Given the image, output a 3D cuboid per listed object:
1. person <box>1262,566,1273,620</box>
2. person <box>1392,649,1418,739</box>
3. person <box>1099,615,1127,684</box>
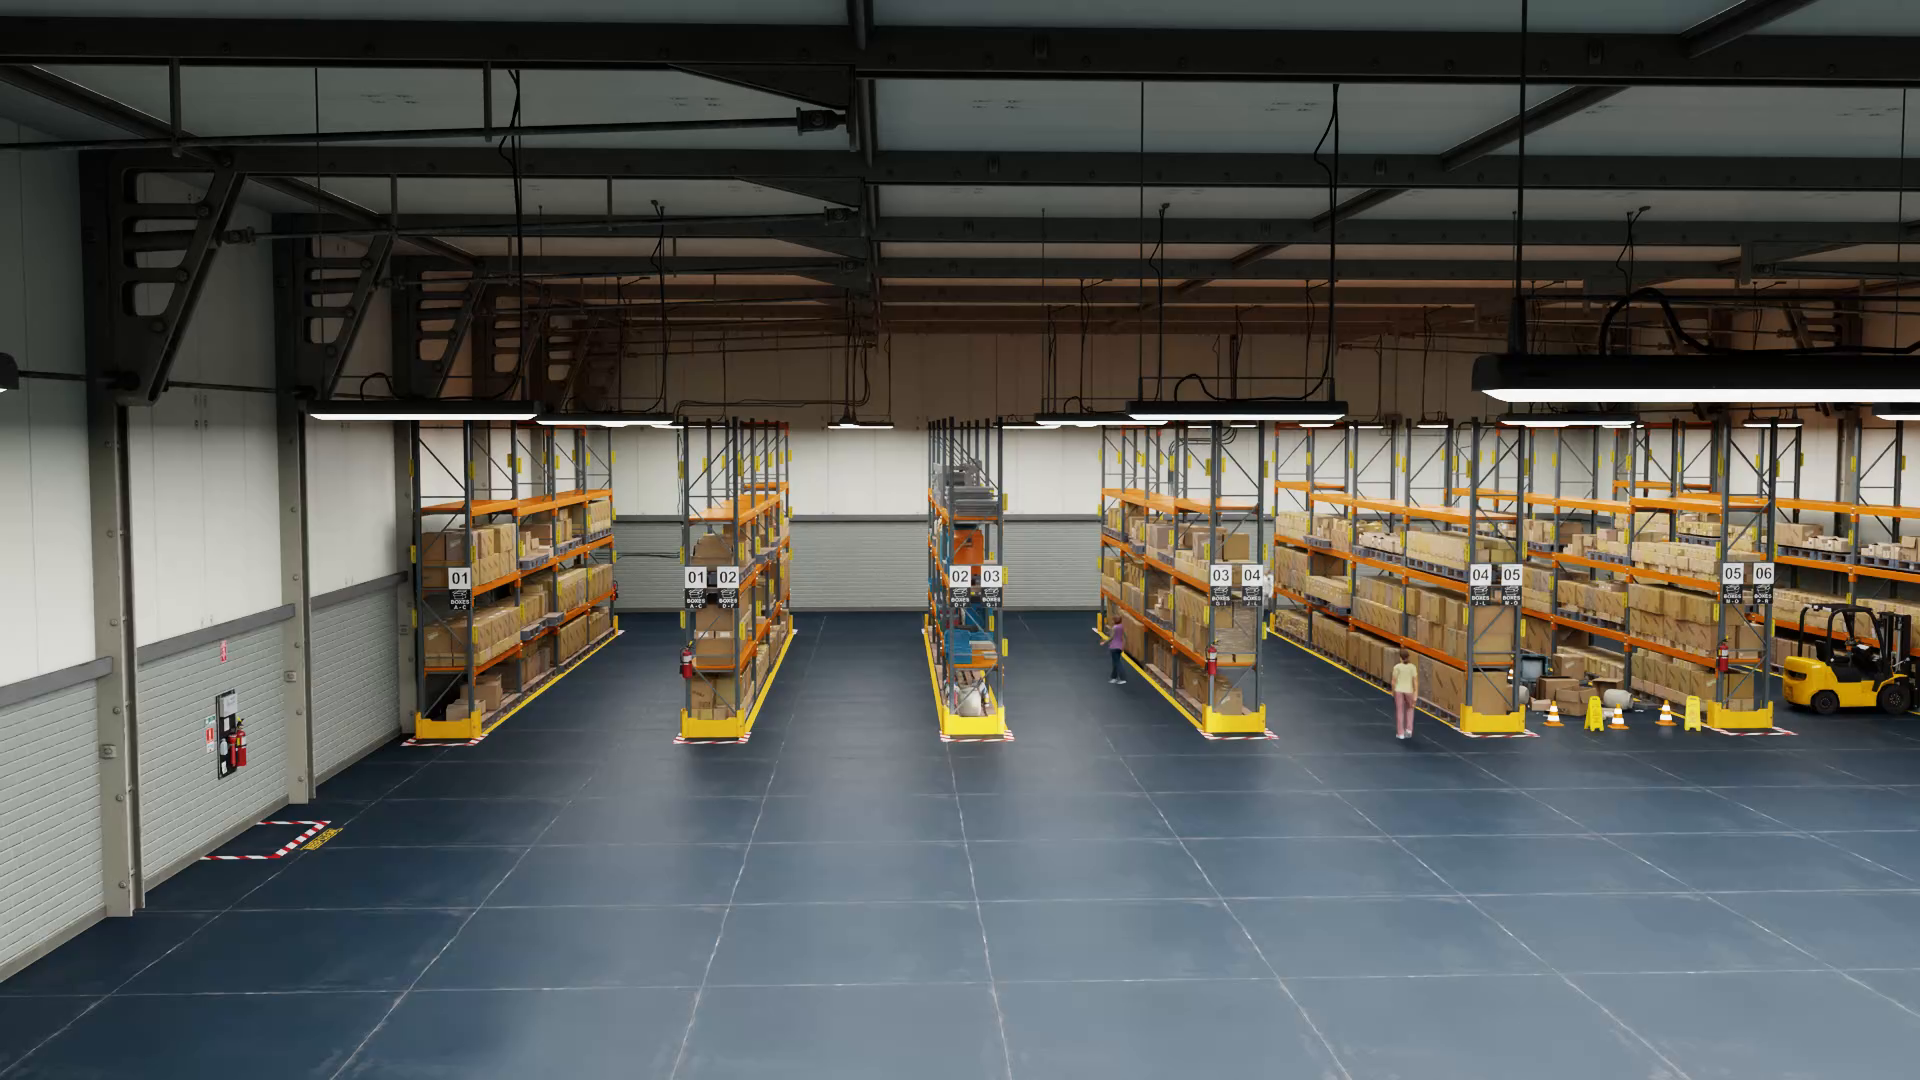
[{"bbox_3d":[9.312,1.608,50.434,0.493,1.638,0.955,2,4,26],"label":"person"},{"bbox_3d":[8.281,2.881,30.962,0.480,1.713,0.553,1,4,17],"label":"person"},{"bbox_3d":[3.559,2.509,37.759,0.523,1.636,0.703,-3,5,-39],"label":"person"}]
